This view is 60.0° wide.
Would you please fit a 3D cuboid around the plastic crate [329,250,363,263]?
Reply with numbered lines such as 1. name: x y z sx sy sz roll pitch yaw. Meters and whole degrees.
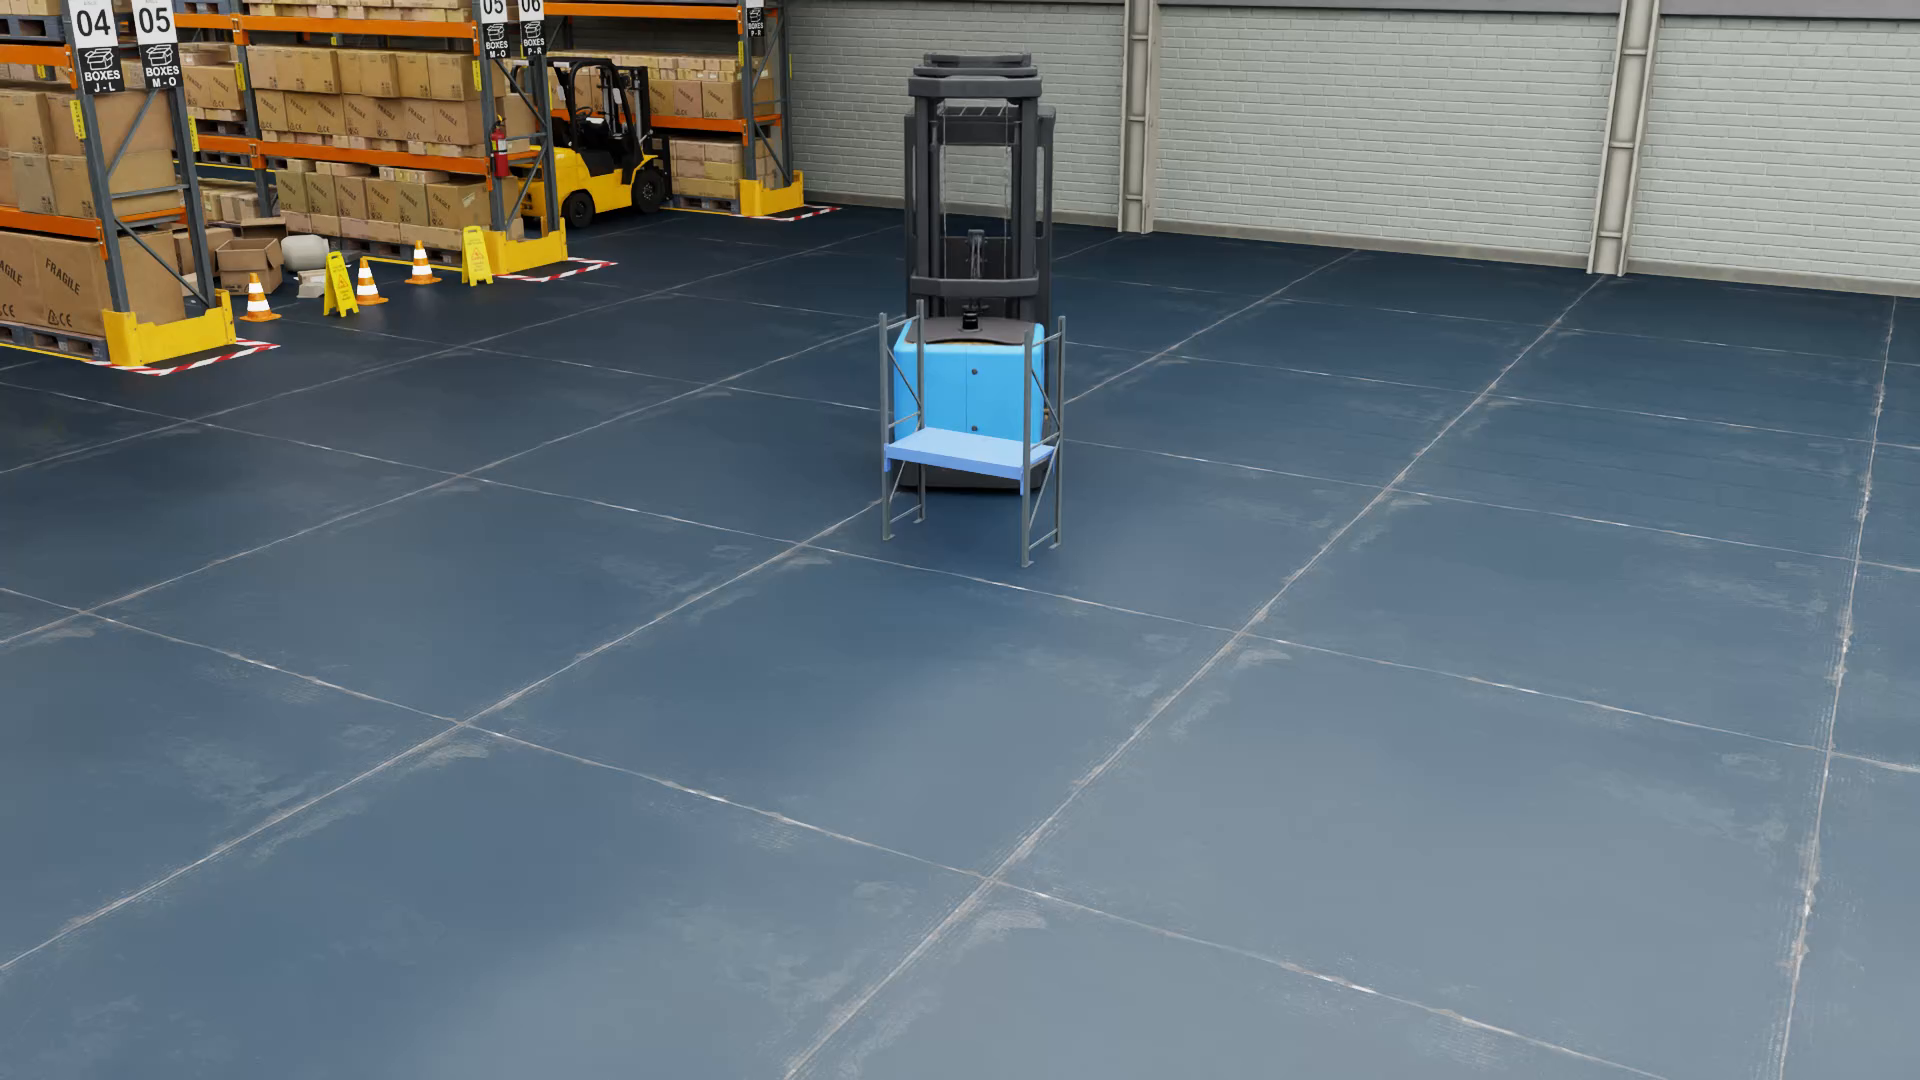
1. plastic crate: -7.658 -3.472 20.318 0.583 0.080 0.402 3 20 9

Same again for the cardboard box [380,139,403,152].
1. cardboard box: -6.718 -4.756 19.947 0.250 0.149 0.380 11 22 27

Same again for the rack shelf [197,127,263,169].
1. rack shelf: -10.374 -5.344 22.253 4.000 0.370 1.077 11 23 27

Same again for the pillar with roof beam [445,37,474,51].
1. pillar with roof beam: -10.225 -9.083 22.708 0.400 9.000 9.100 11 23 27

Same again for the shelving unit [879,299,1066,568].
1. shelving unit: 0.074 -0.691 10.570 1.048 1.500 0.538 11 23 27

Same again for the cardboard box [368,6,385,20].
1. cardboard box: -6.688 -6.173 19.454 0.250 0.149 0.380 10 22 26

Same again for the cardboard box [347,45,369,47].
1. cardboard box: -10.076 -7.869 27.398 0.500 0.500 0.500 12 23 30

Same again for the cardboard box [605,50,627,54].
1. cardboard box: -5.099 -7.239 24.889 0.250 0.149 0.380 10 22 26

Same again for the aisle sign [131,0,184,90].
1. aisle sign: -7.254 -4.493 15.041 0.004 0.787 0.394 11 23 27

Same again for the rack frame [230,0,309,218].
1. rack frame: -8.628 -5.349 21.213 0.127 3.000 1.000 11 23 27

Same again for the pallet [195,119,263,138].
1. pallet: -9.225 -5.429 21.715 1.213 0.211 1.003 11 23 27

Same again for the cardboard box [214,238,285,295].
1. cardboard box: -7.904 -3.049 18.532 0.637 0.503 0.797 -4 20 -10

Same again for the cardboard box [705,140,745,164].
1. cardboard box: -3.273 -5.521 23.636 0.500 0.250 0.500 12 23 29

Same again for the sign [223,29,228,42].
1. sign: -12.927 -8.868 29.216 0.005 0.325 0.100 11 23 27

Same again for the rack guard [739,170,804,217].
1. rack guard: -2.698 -4.983 23.870 0.348 0.500 1.175 11 23 27

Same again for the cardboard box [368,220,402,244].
1. cardboard box: -6.881 -3.817 20.406 0.500 0.250 0.500 10 22 25

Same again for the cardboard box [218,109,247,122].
1. cardboard box: -9.212 -5.432 21.194 0.250 0.149 0.380 11 23 28

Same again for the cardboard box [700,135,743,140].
1. cardboard box: -3.484 -5.755 24.283 0.500 0.250 0.500 11 23 27

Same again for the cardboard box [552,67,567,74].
1. cardboard box: -5.834 -7.006 24.681 0.250 0.149 0.380 11 23 29

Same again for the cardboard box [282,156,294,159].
1. cardboard box: -11.067 -6.694 27.970 0.500 0.500 0.500 12 23 30

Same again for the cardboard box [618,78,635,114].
1. cardboard box: -4.617 -6.468 24.149 0.500 0.500 0.500 11 23 28

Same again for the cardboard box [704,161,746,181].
1. cardboard box: -3.296 -5.290 23.733 0.500 0.250 0.500 10 22 27

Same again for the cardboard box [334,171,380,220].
1. cardboard box: -7.320 -4.256 20.515 0.500 0.500 0.500 12 23 30

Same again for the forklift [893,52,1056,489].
1. forklift: 0.154 -2.194 12.614 1.130 2.935 3.031 1 20 4

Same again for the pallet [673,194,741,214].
1. pallet: -3.407 -4.966 24.246 1.213 0.211 1.003 11 23 27

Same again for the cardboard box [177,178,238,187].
1. cardboard box: -10.325 -4.631 22.472 0.625 0.372 0.950 12 23 29

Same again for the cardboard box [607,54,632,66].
1. cardboard box: -4.914 -6.987 24.195 0.250 0.149 0.380 11 23 27

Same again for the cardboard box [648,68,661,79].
1. cardboard box: -4.290 -6.695 23.824 0.250 0.149 0.380 11 23 28

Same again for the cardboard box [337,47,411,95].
1. cardboard box: -6.990 -5.626 19.926 0.500 0.500 0.700 11 22 27

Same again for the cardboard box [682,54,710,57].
1. cardboard box: -3.808 -6.949 24.088 0.250 0.149 0.380 12 23 29

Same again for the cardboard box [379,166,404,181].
1. cardboard box: -6.763 -4.430 20.044 0.250 0.149 0.380 12 23 30

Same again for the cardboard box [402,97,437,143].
1. cardboard box: -6.179 -4.964 19.567 0.500 0.500 0.500 11 23 27

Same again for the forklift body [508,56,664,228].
1. forklift body: -5.264 -5.536 22.971 1.214 2.155 2.313 11 23 27

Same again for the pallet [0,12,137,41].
1. pallet: -8.115 -4.682 15.106 1.213 0.211 1.003 11 23 27

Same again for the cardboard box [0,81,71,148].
1. cardboard box: -8.715 -4.043 15.807 0.550 0.550 0.875 11 23 27

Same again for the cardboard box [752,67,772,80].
1. cardboard box: -2.888 -6.648 23.695 0.250 0.149 0.380 10 22 26

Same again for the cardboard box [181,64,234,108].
1. cardboard box: -9.577 -5.824 21.323 0.500 0.500 0.500 11 23 28

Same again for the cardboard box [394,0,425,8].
1. cardboard box: -6.146 -6.256 19.099 0.500 0.250 0.500 10 22 27

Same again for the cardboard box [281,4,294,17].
1. cardboard box: -8.004 -6.448 20.211 0.250 0.149 0.380 11 23 27

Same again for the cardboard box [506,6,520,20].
1. cardboard box: -5.267 -6.128 19.329 0.250 0.149 0.380 11 23 27

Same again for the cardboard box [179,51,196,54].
1. cardboard box: -10.000 -6.197 21.401 0.250 0.149 0.380 10 22 25

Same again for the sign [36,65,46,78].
1. sign: -12.388 -6.393 22.392 0.005 0.325 0.100 11 23 27

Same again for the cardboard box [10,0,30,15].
1. cardboard box: -8.137 -4.727 14.704 0.250 0.149 0.380 11 23 28

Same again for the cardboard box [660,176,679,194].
1. cardboard box: -4.145 -5.223 24.280 0.500 0.250 0.500 11 23 28

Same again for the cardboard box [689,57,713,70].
1. cardboard box: -3.606 -6.718 23.453 0.250 0.149 0.380 11 23 28

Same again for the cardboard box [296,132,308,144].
1. cardboard box: -8.017 -5.022 20.678 0.250 0.149 0.380 11 23 27

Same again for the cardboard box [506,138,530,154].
1. cardboard box: -5.332 -4.684 19.748 0.250 0.149 0.380 11 23 28
